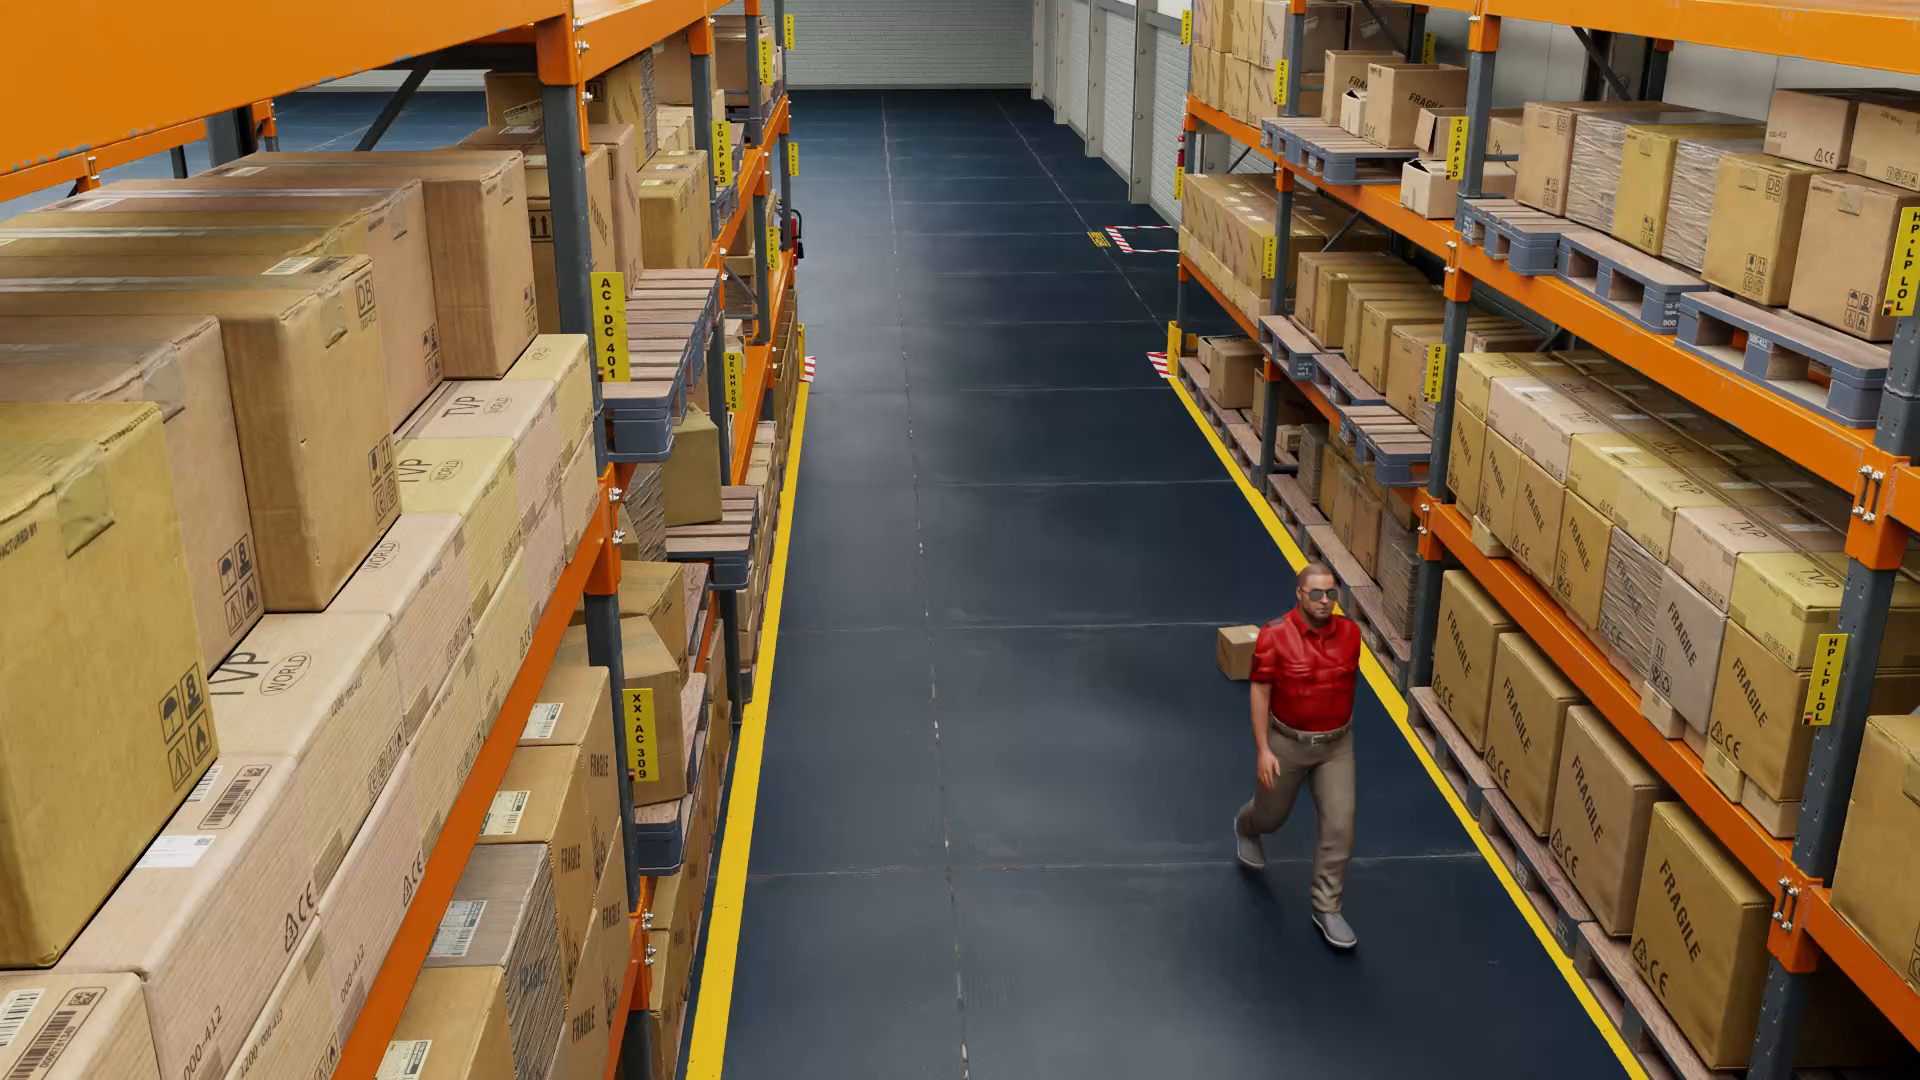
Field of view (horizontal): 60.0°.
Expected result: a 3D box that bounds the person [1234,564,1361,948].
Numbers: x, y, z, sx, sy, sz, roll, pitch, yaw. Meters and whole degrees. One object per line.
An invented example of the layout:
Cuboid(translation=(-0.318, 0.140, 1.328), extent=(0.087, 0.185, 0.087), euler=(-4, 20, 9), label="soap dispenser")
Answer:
Cuboid(translation=(1.565, 0.916, 7.608), extent=(0.536, 1.681, 0.959), euler=(-3, 20, -8), label="person")
